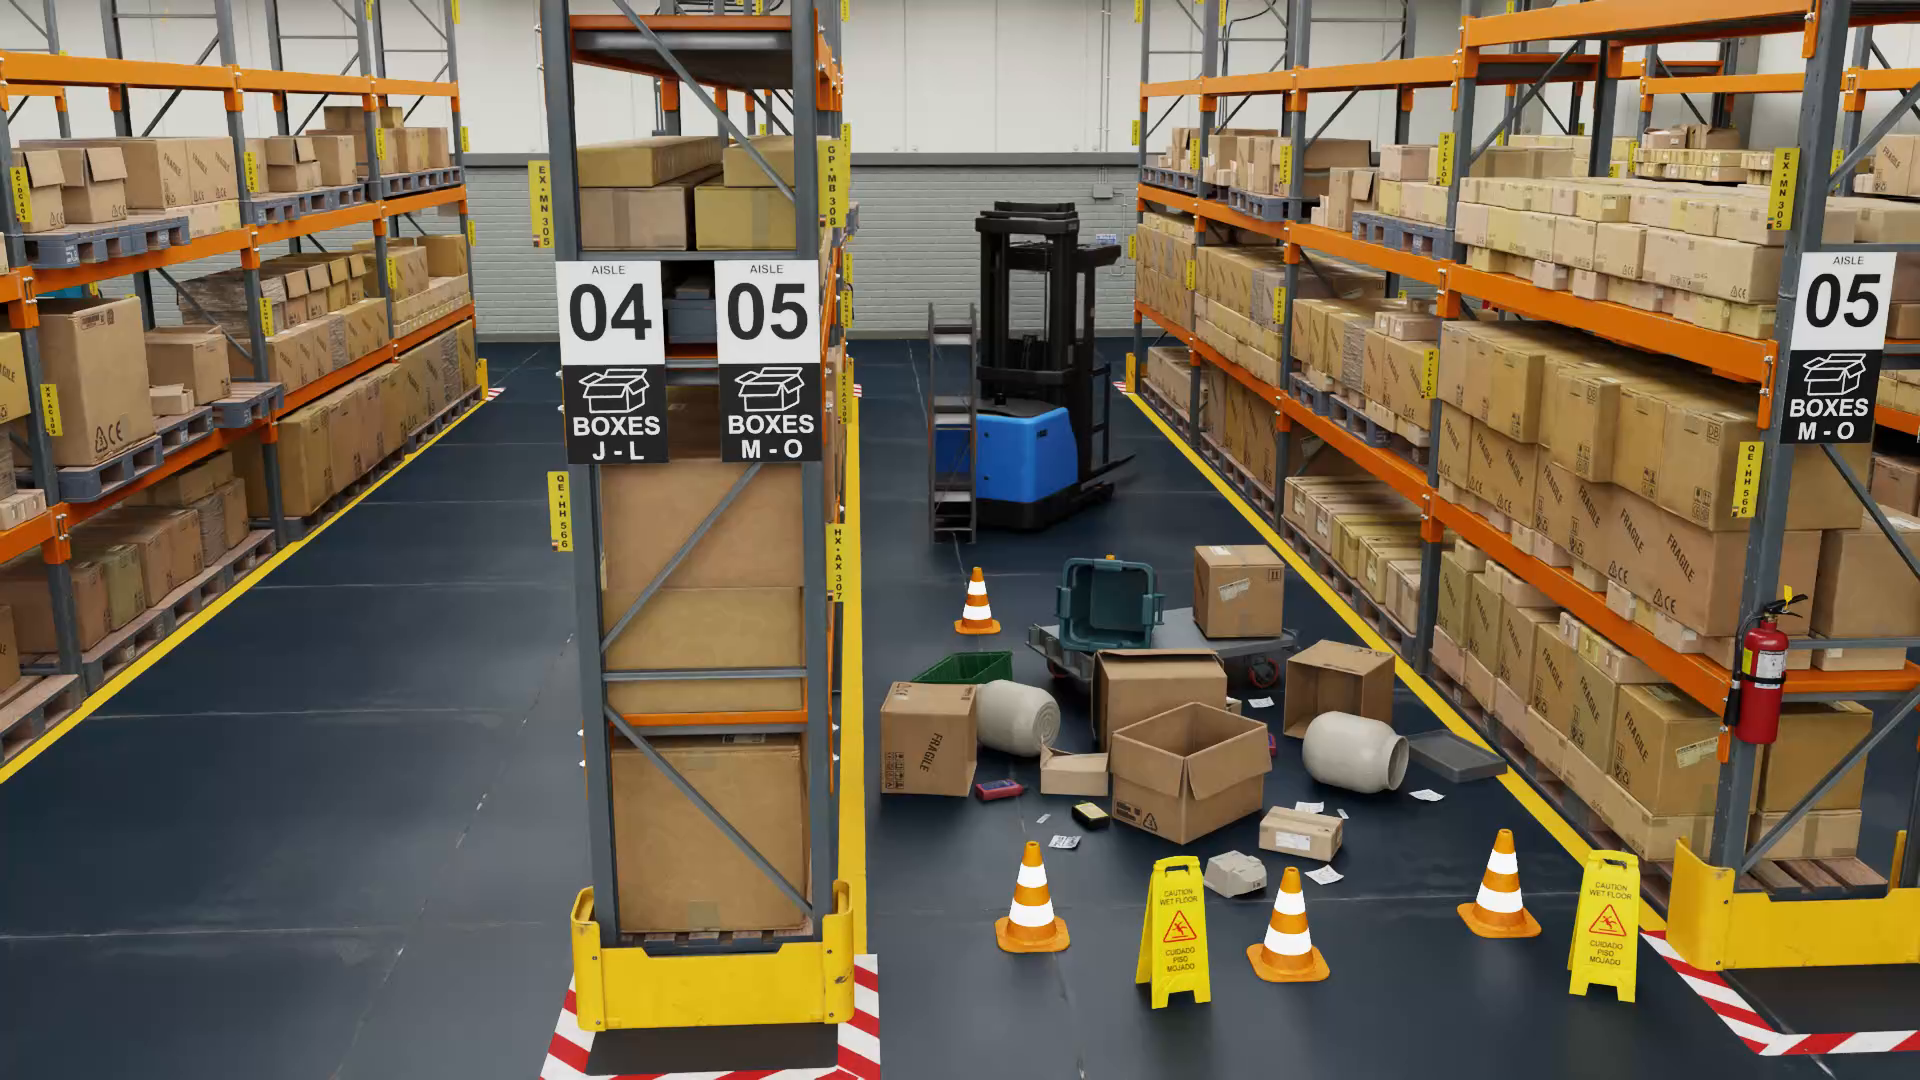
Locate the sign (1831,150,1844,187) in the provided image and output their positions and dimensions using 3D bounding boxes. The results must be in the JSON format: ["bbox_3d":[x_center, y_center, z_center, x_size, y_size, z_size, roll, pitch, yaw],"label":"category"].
[{"bbox_3d":[7.805,-3.307,14.801,0.100,0.325,0.005,-1,14,-3],"label":"sign"}]

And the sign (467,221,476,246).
[{"bbox_3d":[-6.451,-4.051,21.952,0.100,0.325,0.005,-1,14,-3],"label":"sign"}]

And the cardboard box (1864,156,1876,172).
[{"bbox_3d":[8.614,-3.488,15.448,0.380,0.149,0.250,-1,14,-3],"label":"cardboard box"}]

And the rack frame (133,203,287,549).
[{"bbox_3d":[-6.498,-1.381,14.374,1.000,3.000,0.127,-1,14,-3],"label":"rack frame"}]

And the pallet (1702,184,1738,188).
[{"bbox_3d":[8.137,-3.547,17.149,1.213,0.211,1.003,-1,14,-3],"label":"pallet"}]

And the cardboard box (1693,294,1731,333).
[{"bbox_3d":[3.539,-1.021,7.460,0.380,0.149,0.250,-1,14,-3],"label":"cardboard box"}]

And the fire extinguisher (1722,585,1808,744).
[{"bbox_3d":[3.436,0.529,7.107,0.296,0.674,0.183,-1,14,-3],"label":"fire extinguisher"}]

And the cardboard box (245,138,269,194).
[{"bbox_3d":[-6.749,-3.449,15.350,0.500,0.500,0.500,0,14,0],"label":"cardboard box"}]

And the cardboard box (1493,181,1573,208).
[{"bbox_3d":[3.387,-2.043,9.831,0.380,0.149,0.250,-1,14,-5],"label":"cardboard box"}]

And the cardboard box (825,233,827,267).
[{"bbox_3d":[-0.794,-1.305,7.518,0.380,0.149,0.250,-1,14,-3],"label":"cardboard box"}]

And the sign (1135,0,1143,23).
[{"bbox_3d":[2.343,-6.951,21.790,0.100,0.325,0.005,-1,14,-3],"label":"sign"}]

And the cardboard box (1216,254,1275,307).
[{"bbox_3d":[2.973,-2.697,17.280,0.500,0.500,0.500,-1,14,-5],"label":"cardboard box"}]

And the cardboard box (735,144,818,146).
[{"bbox_3d":[-0.779,-1.626,7.166,0.380,0.149,0.250,-1,14,-4],"label":"cardboard box"}]

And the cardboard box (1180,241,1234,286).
[{"bbox_3d":[2.840,-3.175,19.137,0.500,0.500,0.500,-1,14,-4],"label":"cardboard box"}]

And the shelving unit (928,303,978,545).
[{"bbox_3d":[-0.068,-1.036,14.839,0.431,2.100,0.503,0,14,-1],"label":"shelving unit"}]

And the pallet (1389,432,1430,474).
[{"bbox_3d":[3.739,-0.639,11.874,1.003,0.211,1.213,-1,14,-3],"label":"pallet"}]

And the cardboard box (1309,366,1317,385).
[{"bbox_3d":[3.183,-1.392,14.080,0.380,0.149,0.250,-2,15,-7],"label":"cardboard box"}]

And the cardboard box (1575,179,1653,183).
[{"bbox_3d":[3.971,-2.117,10.120,0.380,0.149,0.250,-1,14,-5],"label":"cardboard box"}]

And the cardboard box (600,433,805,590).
[{"bbox_3d":[-1.030,-0.131,7.049,0.875,0.550,0.550,-1,14,-3],"label":"cardboard box"}]

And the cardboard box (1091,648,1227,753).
[{"bbox_3d":[1.187,0.969,9.979,0.797,0.637,0.503,-1,14,-3],"label":"cardboard box"}]

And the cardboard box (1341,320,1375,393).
[{"bbox_3d":[3.292,-1.428,12.918,0.500,0.500,0.500,-1,14,-6],"label":"cardboard box"}]

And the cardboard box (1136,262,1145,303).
[{"bbox_3d":[2.641,-3.448,22.208,0.500,0.500,0.500,-1,14,-4],"label":"cardboard box"}]

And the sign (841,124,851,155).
[{"bbox_3d":[-1.235,-4.331,17.990,0.100,0.325,0.005,-1,14,-3],"label":"sign"}]

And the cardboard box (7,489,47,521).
[{"bbox_3d":[-5.943,-0.216,10.349,0.380,0.149,0.250,-1,14,-3],"label":"cardboard box"}]

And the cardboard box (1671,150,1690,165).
[{"bbox_3d":[7.783,-4.060,17.629,0.380,0.149,0.250,-1,14,-4],"label":"cardboard box"}]

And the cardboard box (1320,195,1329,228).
[{"bbox_3d":[3.259,-2.777,14.050,0.396,0.266,0.258,-1,14,-3],"label":"cardboard box"}]

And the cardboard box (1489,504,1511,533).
[{"bbox_3d":[3.435,-0.145,10.073,0.380,0.149,0.250,0,14,-2],"label":"cardboard box"}]

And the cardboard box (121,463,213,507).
[{"bbox_3d":[-6.383,-0.449,13.379,0.500,0.250,0.500,1,14,3],"label":"cardboard box"}]

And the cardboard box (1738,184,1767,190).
[{"bbox_3d":[8.010,-3.365,16.366,0.500,0.250,0.500,-1,14,-3],"label":"cardboard box"}]

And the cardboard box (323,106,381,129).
[{"bbox_3d":[-6.798,-4.726,18.605,0.500,0.250,0.500,-2,15,-7],"label":"cardboard box"}]

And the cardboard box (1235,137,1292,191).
[{"bbox_3d":[2.994,-3.672,16.216,0.500,0.500,0.500,-1,14,-3],"label":"cardboard box"}]

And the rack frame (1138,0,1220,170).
[{"bbox_3d":[2.897,-6.429,21.954,1.000,3.000,0.127,-1,14,-3],"label":"rack frame"}]

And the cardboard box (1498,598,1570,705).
[{"bbox_3d":[3.483,0.639,9.695,0.500,0.500,0.500,0,14,-1],"label":"cardboard box"}]

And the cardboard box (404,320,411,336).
[{"bbox_3d":[-6.448,-2.398,18.831,0.380,0.149,0.250,-1,14,-5],"label":"cardboard box"}]

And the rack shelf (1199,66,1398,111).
[{"bbox_3d":[3.269,-4.395,16.294,1.077,0.370,4.000,-1,14,-3],"label":"rack shelf"}]

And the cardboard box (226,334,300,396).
[{"bbox_3d":[-6.256,-1.555,14.848,0.500,0.500,0.500,0,14,-2],"label":"cardboard box"}]

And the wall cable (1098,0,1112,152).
[{"bbox_3d":[2.264,-7.839,27.435,0.463,3.000,0.029,-1,14,-3],"label":"wall cable"}]

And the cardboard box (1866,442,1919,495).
[{"bbox_3d":[8.372,-0.510,14.910,0.875,0.625,0.625,0,14,-2],"label":"cardboard box"}]

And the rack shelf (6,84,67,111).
[{"bbox_3d":[-11.813,-5.160,19.268,1.077,0.370,4.000,-1,14,-3],"label":"rack shelf"}]

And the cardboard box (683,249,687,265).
[{"bbox_3d":[-1.467,-1.356,7.719,0.380,0.149,0.250,-1,14,-4],"label":"cardboard box"}]

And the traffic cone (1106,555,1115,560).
[{"bbox_3d":[1.151,0.346,12.753,0.336,0.463,0.334,-1,14,-3],"label":"traffic cone"}]

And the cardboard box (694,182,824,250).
[{"bbox_3d":[-0.819,-1.343,6.866,0.500,0.250,0.500,-1,14,-4],"label":"cardboard box"}]

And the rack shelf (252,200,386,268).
[{"bbox_3d":[-6.622,-2.983,16.023,1.077,0.370,4.000,-1,14,-3],"label":"rack shelf"}]

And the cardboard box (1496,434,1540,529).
[{"bbox_3d":[3.462,-0.368,9.641,0.500,0.500,0.500,-1,14,-4],"label":"cardboard box"}]

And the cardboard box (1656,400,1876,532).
[{"bbox_3d":[3.639,-0.345,7.542,0.700,0.500,0.500,-1,14,-5],"label":"cardboard box"}]

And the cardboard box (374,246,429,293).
[{"bbox_3d":[-6.580,-3.185,19.586,0.500,0.500,0.500,-1,14,-5],"label":"cardboard box"}]

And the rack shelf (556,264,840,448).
[{"bbox_3d":[-1.169,-1.045,8.490,1.077,0.370,4.000,-1,14,-3],"label":"rack shelf"}]

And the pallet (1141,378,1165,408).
[{"bbox_3d":[3.025,-1.975,22.281,1.003,0.211,1.213,-1,14,-3],"label":"pallet"}]

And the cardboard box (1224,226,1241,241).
[{"bbox_3d":[3.295,-3.585,19.429,0.380,0.149,0.250,-1,14,-4],"label":"cardboard box"}]

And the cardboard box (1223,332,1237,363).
[{"bbox_3d":[2.980,-1.962,16.932,0.500,0.250,0.500,-1,14,-4],"label":"cardboard box"}]

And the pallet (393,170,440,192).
[{"bbox_3d":[-6.858,-4.292,19.846,1.003,0.211,1.213,-1,14,-3],"label":"pallet"}]

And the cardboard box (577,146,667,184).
[{"bbox_3d":[-1.419,-1.552,6.881,0.380,0.149,0.250,-1,14,-3],"label":"cardboard box"}]

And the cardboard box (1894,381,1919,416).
[{"bbox_3d":[8.196,-1.172,13.861,0.500,0.250,0.500,-1,14,-5],"label":"cardboard box"}]

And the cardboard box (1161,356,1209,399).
[{"bbox_3d":[3.103,-2.096,21.452,0.875,0.438,0.875,0,14,-2],"label":"cardboard box"}]

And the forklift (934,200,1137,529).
[{"bbox_3d":[0.889,-1.837,16.284,1.130,2.935,3.031,7,16,27],"label":"forklift"}]

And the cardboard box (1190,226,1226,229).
[{"bbox_3d":[2.895,-3.577,19.399,0.380,0.149,0.250,-1,14,-3],"label":"cardboard box"}]

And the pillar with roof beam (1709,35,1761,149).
[{"bbox_3d":[4.659,-5.632,18.858,9.100,9.000,0.400,-1,14,-3],"label":"pillar with roof beam"}]
